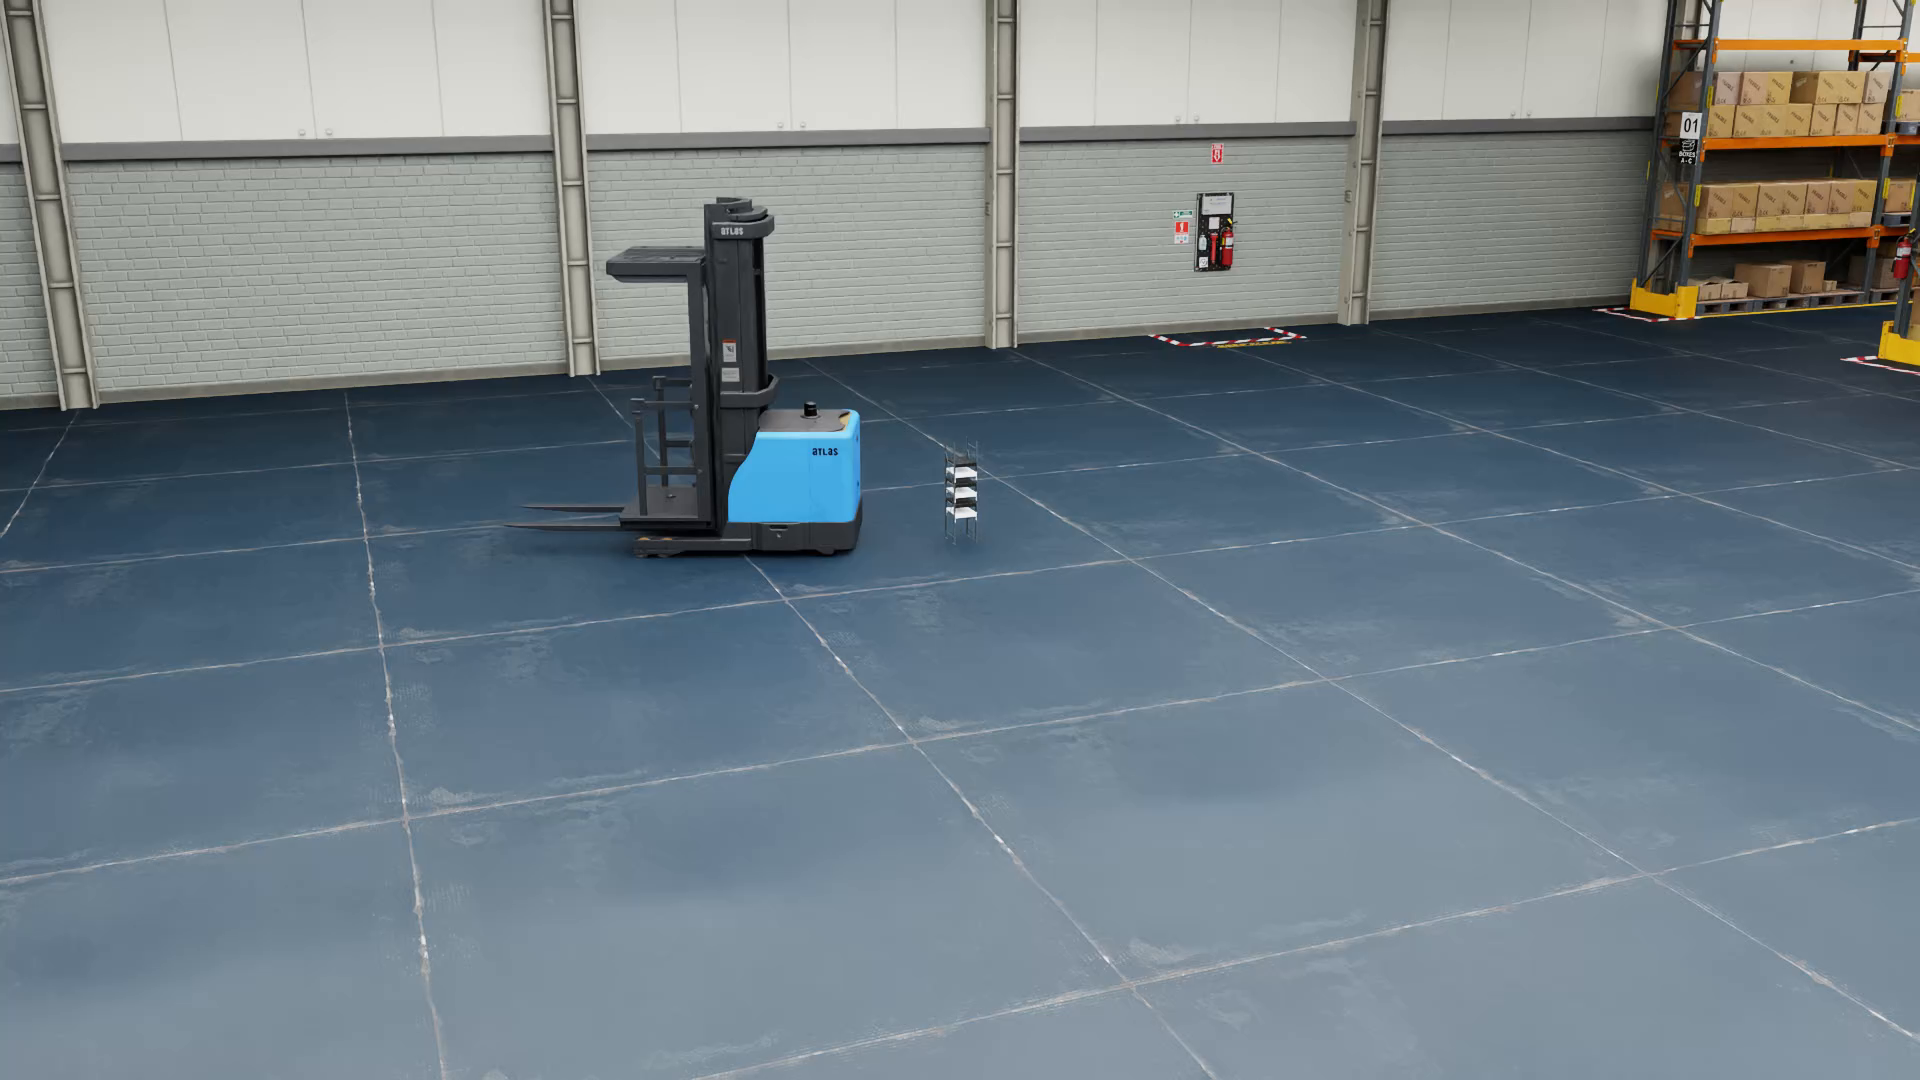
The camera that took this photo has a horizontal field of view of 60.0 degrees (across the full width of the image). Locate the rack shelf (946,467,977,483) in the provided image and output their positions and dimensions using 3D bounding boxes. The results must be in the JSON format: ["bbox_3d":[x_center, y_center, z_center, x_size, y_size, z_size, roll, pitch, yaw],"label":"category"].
[{"bbox_3d":[0.008,-0.573,14.433,0.200,0.077,0.258,-6,17,-20],"label":"rack shelf"}]

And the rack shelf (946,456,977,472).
[{"bbox_3d":[0.008,-0.660,14.408,0.200,0.077,0.258,-6,17,-20],"label":"rack shelf"}]

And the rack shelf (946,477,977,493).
[{"bbox_3d":[0.008,-0.487,14.458,0.200,0.077,0.258,-6,17,-20],"label":"rack shelf"}]

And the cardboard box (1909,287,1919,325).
[{"bbox_3d":[13.626,-3.239,23.109,0.500,0.500,0.500,-6,17,-20],"label":"cardboard box"}]

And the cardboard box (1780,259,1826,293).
[{"bbox_3d":[14.236,-4.468,28.144,0.500,0.500,0.500,-8,18,-24],"label":"cardboard box"}]

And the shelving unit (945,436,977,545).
[{"bbox_3d":[0.008,-0.433,14.474,0.210,0.900,0.258,-6,17,-20],"label":"shelving unit"}]

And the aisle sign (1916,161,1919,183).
[{"bbox_3d":[13.065,-5.183,22.310,0.004,0.787,0.394,-6,17,-20],"label":"aisle sign"}]

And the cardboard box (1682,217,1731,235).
[{"bbox_3d":[12.025,-5.071,26.774,0.500,0.250,0.500,-7,18,-22],"label":"cardboard box"}]

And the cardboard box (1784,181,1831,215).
[{"bbox_3d":[13.922,-5.640,27.379,0.500,0.500,0.500,-7,18,-22],"label":"cardboard box"}]

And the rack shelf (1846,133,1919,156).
[{"bbox_3d":[17.058,-6.867,28.611,4.000,0.370,1.077,-6,17,-20],"label":"rack shelf"}]

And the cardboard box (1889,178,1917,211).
[{"bbox_3d":[16.202,-5.927,28.499,0.500,0.500,0.700,-4,17,-14],"label":"cardboard box"}]

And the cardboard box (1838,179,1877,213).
[{"bbox_3d":[14.860,-5.740,27.719,0.500,0.500,0.500,-6,17,-20],"label":"cardboard box"}]

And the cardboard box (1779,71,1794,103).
[{"bbox_3d":[13.211,-7.407,27.187,0.500,0.500,0.500,-6,17,-20],"label":"cardboard box"}]

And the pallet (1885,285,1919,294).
[{"bbox_3d":[17.058,-4.436,29.330,1.213,0.211,1.003,-6,17,-20],"label":"pallet"}]

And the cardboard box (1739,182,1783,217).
[{"bbox_3d":[12.959,-5.532,27.012,0.500,0.500,0.500,-7,18,-22],"label":"cardboard box"}]

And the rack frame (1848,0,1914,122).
[{"bbox_3d":[15.191,-8.450,27.401,0.127,3.000,1.000,-6,17,-20],"label":"rack frame"}]

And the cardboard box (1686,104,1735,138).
[{"bbox_3d":[11.857,-6.633,26.324,0.500,0.500,0.500,-6,17,-19],"label":"cardboard box"}]

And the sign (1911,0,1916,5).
[{"bbox_3d":[15.368,-8.791,26.765,0.005,0.325,0.100,-6,17,-20],"label":"sign"}]

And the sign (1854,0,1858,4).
[{"bbox_3d":[14.987,-9.119,27.742,0.005,0.325,0.100,-6,17,-20],"label":"sign"}]

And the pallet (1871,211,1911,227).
[{"bbox_3d":[15.956,-5.518,28.405,1.213,0.211,1.003,-6,17,-20],"label":"pallet"}]

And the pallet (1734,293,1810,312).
[{"bbox_3d":[13.435,-4.032,27.954,1.213,0.211,1.003,-6,17,-20],"label":"pallet"}]

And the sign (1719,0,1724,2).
[{"bbox_3d":[11.650,-8.390,25.398,0.005,0.325,0.100,-6,17,-20],"label":"sign"}]

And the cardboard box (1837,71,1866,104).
[{"bbox_3d":[14.309,-7.367,27.052,0.500,0.500,0.500,-5,17,-17],"label":"cardboard box"}]

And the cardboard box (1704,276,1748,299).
[{"bbox_3d":[12.666,-4.192,27.542,0.500,0.311,0.500,-5,17,-15],"label":"cardboard box"}]

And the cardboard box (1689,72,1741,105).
[{"bbox_3d":[11.902,-7.119,26.207,0.500,0.500,0.500,-8,18,-24],"label":"cardboard box"}]

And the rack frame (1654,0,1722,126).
[{"bbox_3d":[11.455,-8.046,26.027,0.127,3.000,1.000,-6,17,-20],"label":"rack frame"}]

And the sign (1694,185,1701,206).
[{"bbox_3d":[11.650,-5.440,26.265,0.005,0.325,0.100,-6,17,-20],"label":"sign"}]

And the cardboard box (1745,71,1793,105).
[{"bbox_3d":[12.863,-7.211,26.520,0.500,0.500,0.500,-6,17,-19],"label":"cardboard box"}]

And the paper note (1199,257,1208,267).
[{"bbox_3d":[3.686,-4.200,25.139,0.142,0.148,0.016,-6,17,-20],"label":"paper note"}]

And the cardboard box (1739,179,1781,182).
[{"bbox_3d":[13.245,-5.721,27.656,0.500,0.500,0.500,-6,17,-19],"label":"cardboard box"}]

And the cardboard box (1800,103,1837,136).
[{"bbox_3d":[13.827,-6.838,27.025,0.500,0.500,0.500,-7,18,-22],"label":"cardboard box"}]

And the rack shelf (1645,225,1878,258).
[{"bbox_3d":[13.323,-5.024,27.661,4.000,0.370,1.077,-6,17,-20],"label":"rack shelf"}]

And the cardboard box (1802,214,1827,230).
[{"bbox_3d":[13.924,-5.278,27.480,0.500,0.250,0.500,-6,17,-20],"label":"cardboard box"}]

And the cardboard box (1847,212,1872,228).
[{"bbox_3d":[14.857,-5.381,27.830,0.500,0.250,0.500,-6,17,-20],"label":"cardboard box"}]

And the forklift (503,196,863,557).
[{"bbox_3d":[-2.397,-1.407,14.189,3.031,2.935,1.130,0,16,1],"label":"forklift"}]

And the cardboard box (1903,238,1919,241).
[{"bbox_3d":[16.766,-5.120,29.034,0.500,0.250,0.500,-7,18,-22],"label":"cardboard box"}]

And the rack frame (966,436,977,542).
[{"bbox_3d":[0.103,-0.443,14.509,0.006,0.900,0.240,-6,17,-20],"label":"rack frame"}]

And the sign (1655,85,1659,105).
[{"bbox_3d":[11.276,-7.180,26.829,0.005,0.325,0.100,-6,17,-20],"label":"sign"}]

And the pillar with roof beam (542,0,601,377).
[{"bbox_3d":[-3.468,-5.397,17.006,0.400,9.000,9.100,-6,17,-20],"label":"pillar with roof beam"}]

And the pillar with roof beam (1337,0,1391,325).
[{"bbox_3d":[7.737,-6.607,21.126,0.400,9.000,9.100,-6,17,-20],"label":"pillar with roof beam"}]

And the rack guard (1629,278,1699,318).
[{"bbox_3d":[11.526,-3.976,27.251,0.348,0.500,1.175,-6,17,-20],"label":"rack guard"}]

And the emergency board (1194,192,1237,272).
[{"bbox_3d":[3.876,-4.622,25.014,0.643,1.169,0.194,-6,17,-20],"label":"emergency board"}]

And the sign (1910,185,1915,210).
[{"bbox_3d":[13.050,-4.678,22.730,0.005,0.325,0.100,-6,17,-20],"label":"sign"}]

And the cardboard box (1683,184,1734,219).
[{"bbox_3d":[12.009,-5.434,26.680,0.500,0.500,0.500,-6,17,-20],"label":"cardboard box"}]

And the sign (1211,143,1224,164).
[{"bbox_3d":[3.832,-5.760,24.774,0.199,0.298,0.001,-6,17,-20],"label":"sign"}]

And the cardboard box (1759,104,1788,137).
[{"bbox_3d":[12.855,-6.731,26.658,0.500,0.500,0.500,-5,17,-18],"label":"cardboard box"}]

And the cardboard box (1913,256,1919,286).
[{"bbox_3d":[16.337,-4.727,29.026,0.500,0.500,0.700,-7,18,-21],"label":"cardboard box"}]

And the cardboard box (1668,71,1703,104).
[{"bbox_3d":[11.765,-7.257,26.674,0.500,0.500,0.500,-5,17,-18],"label":"cardboard box"}]

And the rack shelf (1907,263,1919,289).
[{"bbox_3d":[15.099,-3.721,23.224,4.000,0.370,1.077,-6,17,-20],"label":"rack shelf"}]

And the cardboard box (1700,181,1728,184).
[{"bbox_3d":[12.293,-5.617,27.302,0.500,0.500,0.500,-6,17,-19],"label":"cardboard box"}]

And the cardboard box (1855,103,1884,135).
[{"bbox_3d":[14.805,-6.952,27.411,0.500,0.500,0.500,-6,17,-19],"label":"cardboard box"}]

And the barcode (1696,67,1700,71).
[{"bbox_3d":[11.940,-7.626,26.902,0.075,0.075,0.001,-6,17,-20],"label":"barcode"}]

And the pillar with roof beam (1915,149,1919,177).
[{"bbox_3d":[18.943,-7.817,25.246,0.400,9.000,9.100,-6,17,-20],"label":"pillar with roof beam"}]

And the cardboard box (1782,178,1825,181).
[{"bbox_3d":[14.193,-5.825,28.010,0.500,0.500,0.500,-6,17,-20],"label":"cardboard box"}]

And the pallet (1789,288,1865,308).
[{"bbox_3d":[14.576,-4.156,28.377,1.213,0.211,1.003,-6,17,-20],"label":"pallet"}]

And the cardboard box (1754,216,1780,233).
[{"bbox_3d":[12.982,-5.177,27.135,0.500,0.250,0.500,-6,18,-21],"label":"cardboard box"}]

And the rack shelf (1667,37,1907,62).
[{"bbox_3d":[13.323,-7.901,26.816,4.000,0.370,1.077,-6,17,-20],"label":"rack shelf"}]

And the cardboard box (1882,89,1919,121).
[{"bbox_3d":[15.730,-7.294,27.866,0.500,0.500,0.500,-4,17,-12],"label":"cardboard box"}]
